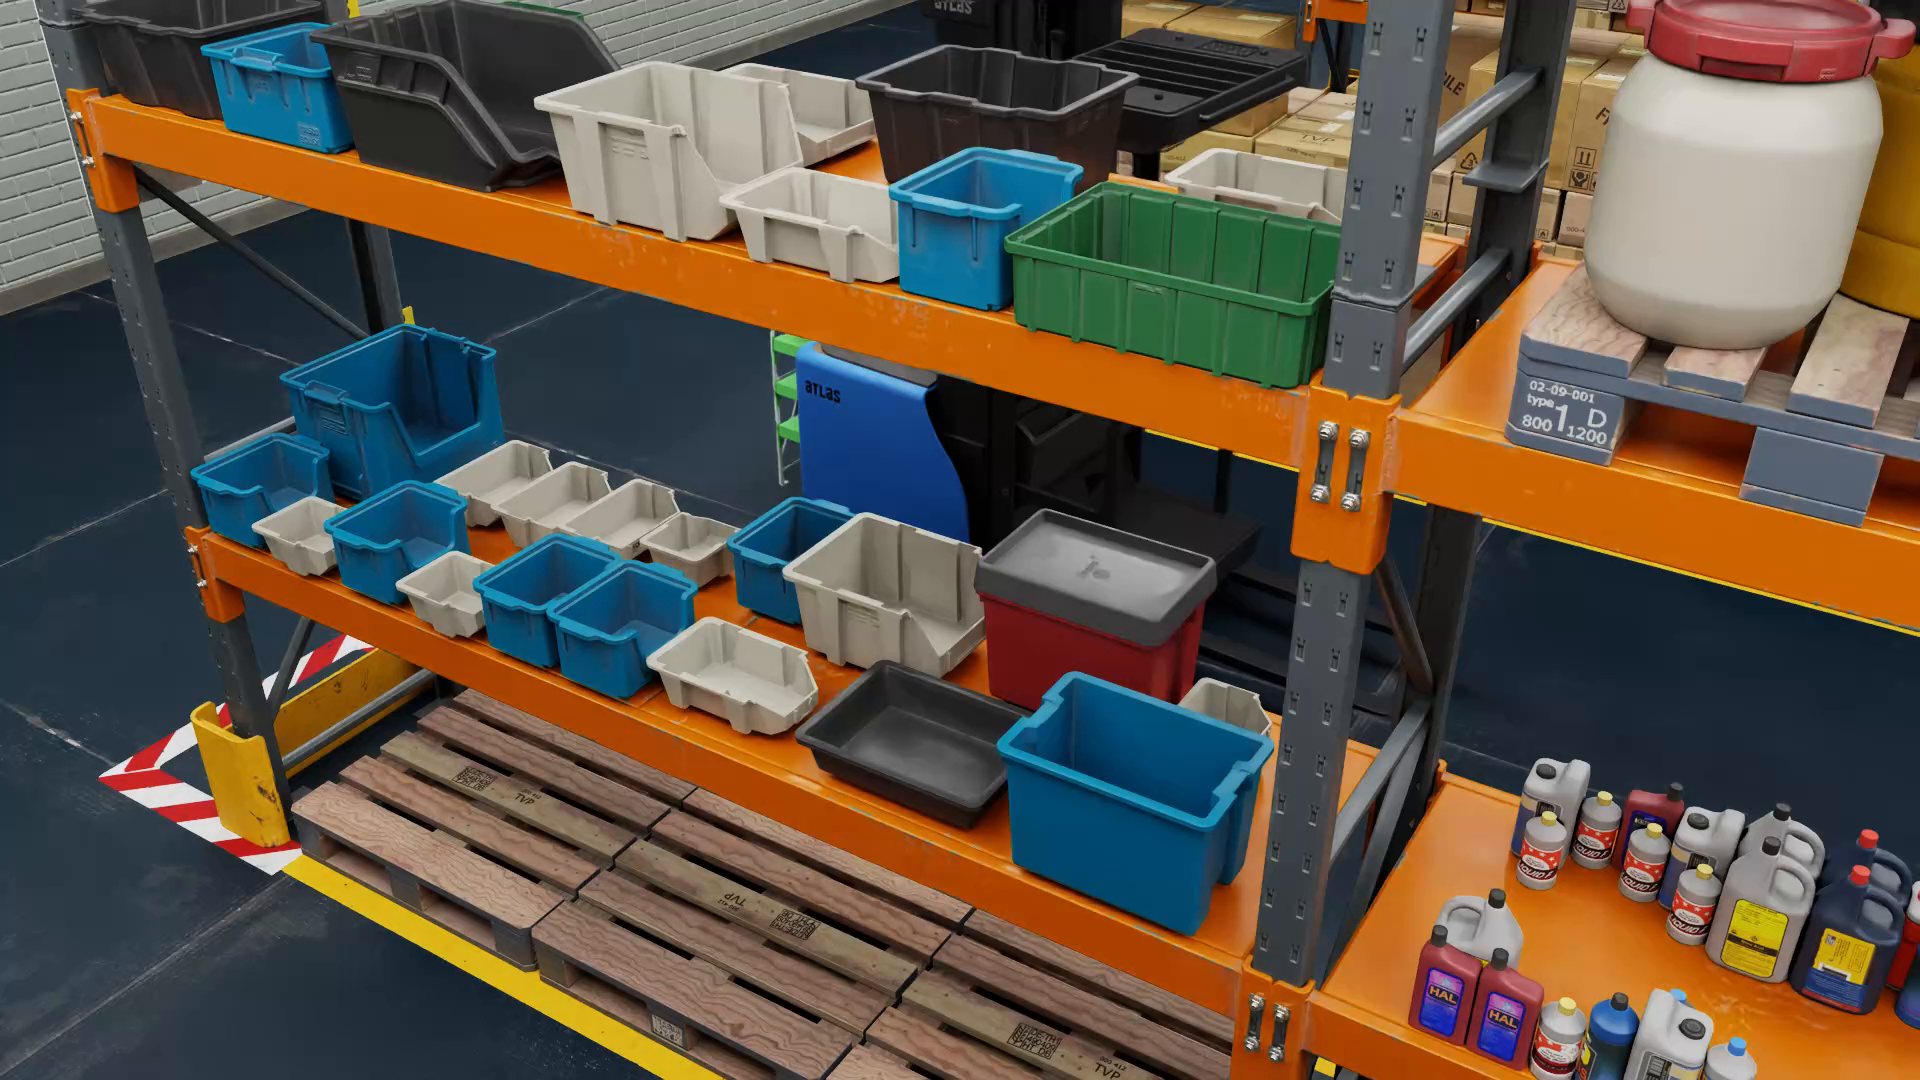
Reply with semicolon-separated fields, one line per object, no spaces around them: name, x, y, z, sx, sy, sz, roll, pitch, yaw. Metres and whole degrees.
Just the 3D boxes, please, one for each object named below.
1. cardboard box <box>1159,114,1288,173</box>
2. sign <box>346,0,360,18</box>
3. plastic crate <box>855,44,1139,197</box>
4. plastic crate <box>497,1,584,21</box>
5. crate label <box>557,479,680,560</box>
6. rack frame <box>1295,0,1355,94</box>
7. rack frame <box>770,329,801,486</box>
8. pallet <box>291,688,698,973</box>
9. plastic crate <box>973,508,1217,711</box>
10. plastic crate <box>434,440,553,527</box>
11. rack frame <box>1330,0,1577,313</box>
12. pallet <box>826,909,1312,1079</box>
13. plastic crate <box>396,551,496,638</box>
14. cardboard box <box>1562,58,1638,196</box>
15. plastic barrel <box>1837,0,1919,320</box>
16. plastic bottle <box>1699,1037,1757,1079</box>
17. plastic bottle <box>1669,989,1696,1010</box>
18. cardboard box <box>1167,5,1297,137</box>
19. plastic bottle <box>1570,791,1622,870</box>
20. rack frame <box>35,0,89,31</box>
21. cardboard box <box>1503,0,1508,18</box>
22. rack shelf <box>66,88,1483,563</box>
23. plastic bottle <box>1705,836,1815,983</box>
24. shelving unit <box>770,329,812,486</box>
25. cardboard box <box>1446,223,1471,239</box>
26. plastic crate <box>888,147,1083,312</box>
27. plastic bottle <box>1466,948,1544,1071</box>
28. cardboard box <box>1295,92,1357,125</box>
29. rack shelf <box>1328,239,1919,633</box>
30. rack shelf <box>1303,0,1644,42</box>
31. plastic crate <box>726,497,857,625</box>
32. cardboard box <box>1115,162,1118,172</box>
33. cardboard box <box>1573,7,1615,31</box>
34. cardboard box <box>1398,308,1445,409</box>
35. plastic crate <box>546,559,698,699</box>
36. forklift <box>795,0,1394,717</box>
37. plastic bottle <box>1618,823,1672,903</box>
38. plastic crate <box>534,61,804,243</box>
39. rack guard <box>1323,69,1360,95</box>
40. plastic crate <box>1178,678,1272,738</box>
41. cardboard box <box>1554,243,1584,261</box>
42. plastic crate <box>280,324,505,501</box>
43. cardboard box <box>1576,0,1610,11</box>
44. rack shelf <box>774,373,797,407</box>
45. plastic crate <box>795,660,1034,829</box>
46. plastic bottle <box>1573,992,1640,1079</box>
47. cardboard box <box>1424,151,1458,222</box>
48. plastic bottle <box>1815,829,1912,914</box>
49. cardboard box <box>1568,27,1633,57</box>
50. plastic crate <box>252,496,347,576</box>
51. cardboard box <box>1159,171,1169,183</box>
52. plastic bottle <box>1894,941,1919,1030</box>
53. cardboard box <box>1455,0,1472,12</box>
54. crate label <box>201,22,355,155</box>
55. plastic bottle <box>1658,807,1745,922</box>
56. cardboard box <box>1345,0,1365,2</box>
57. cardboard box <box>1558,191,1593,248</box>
cardboard box;1.376;-2.077;8.687;0.500;0.250;0.500;16;34;26
sign;-2.109;-1.905;5.667;0.005;0.325;0.100;18;35;27
plastic crate;0.094;-1.033;4.197;0.590;0.269;0.497;18;35;27
plastic crate;-1.401;-1.478;5.040;0.336;0.188;0.450;18;35;27
crate label;-1.114;-0.039;5.542;0.243;0.136;0.396;18;35;27
rack frame;2.968;-4.620;13.192;0.127;3.000;1.000;18;35;27
rack frame;-0.872;-0.852;8.520;0.015;1.200;0.240;21;36;31
pallet;-1.710;1.026;6.282;1.213;0.211;1.003;18;35;27
plastic crate;0.377;0.256;4.712;0.583;0.464;0.402;18;35;27
plastic crate;-1.601;-0.187;5.796;0.243;0.136;0.396;18;35;27
rack frame;1.000;-1.936;2.638;0.127;3.000;1.000;18;35;27
pallet;0.356;1.680;5.161;1.213;0.211;1.003;18;35;27
plastic crate;-1.552;0.182;5.164;0.298;0.136;0.250;18;35;27
cardboard box;3.102;-1.855;7.562;0.500;0.500;0.500;19;35;29
plastic barrel;1.881;-0.745;2.970;0.600;0.588;0.600;0;30;0
plastic bottle;1.583;1.139;3.449;0.097;0.271;0.097;0;30;0
plastic bottle;1.550;1.068;3.640;0.097;0.201;0.097;0;30;0
cardboard box;1.374;-2.403;8.503;0.500;0.500;0.500;17;34;26
plastic bottle;1.618;0.728;4.222;0.097;0.201;0.097;0;30;0
rack frame;-2.388;-3.007;4.474;0.127;3.000;1.000;18;35;27
cardboard box;4.208;-3.967;12.322;0.250;0.149;0.380;17;34;26
rack shelf;-0.694;-0.865;4.493;4.000;0.370;1.077;18;35;27
plastic bottle;1.876;0.845;3.874;0.185;0.351;0.144;18;35;27
shelving unit;-0.677;-0.778;8.393;0.503;1.200;0.258;21;36;31
cardboard box;2.547;-1.498;8.091;0.250;0.149;0.380;18;35;28
plastic crate;0.059;-0.675;3.620;0.300;0.233;0.416;18;35;27
plastic bottle;1.197;1.022;3.637;0.133;0.283;0.061;18;35;27
cardboard box;2.100;-2.167;8.841;0.500;0.250;0.500;18;35;27
rack shelf;2.694;0.207;2.656;4.000;0.370;1.077;18;35;27
rack shelf;4.662;-3.773;12.455;4.000;0.370;1.077;18;35;27
plastic crate;-0.512;0.071;5.258;0.300;0.233;0.416;18;35;27
cardboard box;0.805;-2.049;9.035;0.250;0.149;0.380;17;34;26
cardboard box;4.627;-3.804;12.044;0.250;0.149;0.380;18;35;28
cardboard box;2.354;-1.174;8.977;0.875;0.875;0.875;18;35;27
plastic crate;-0.985;0.270;4.917;0.300;0.233;0.416;18;35;27
forklift;0.707;-0.966;6.997;3.031;2.935;1.130;21;36;31
plastic bottle;1.699;0.790;4.116;0.097;0.201;0.097;0;30;0
plastic crate;-0.675;-0.935;4.017;0.530;0.282;0.437;18;35;27
rack guard;3.032;-3.520;13.787;0.348;0.500;1.175;18;35;27
plastic crate;0.682;0.558;4.519;0.243;0.136;0.396;18;35;27
cardboard box;2.982;-1.361;7.855;0.250;0.149;0.380;18;35;28
plastic crate;-2.005;-0.447;5.945;0.499;0.435;0.616;18;35;27
cardboard box;4.511;-4.150;11.993;0.500;0.500;0.500;17;34;26
rack shelf;-0.677;-0.723;8.426;0.480;0.148;0.258;21;36;31
plastic crate;-0.091;0.563;4.521;0.590;0.125;0.437;18;35;27
plastic bottle;1.387;1.076;3.556;0.097;0.271;0.097;0;30;0
cardboard box;2.248;-1.802;8.217;0.500;0.250;0.500;18;35;28
plastic bottle;2.109;0.833;3.894;0.185;0.351;0.144;18;35;27
cardboard box;2.950;-2.219;8.186;0.500;0.500;0.500;18;35;27
plastic crate;-2.126;0.000;5.475;0.298;0.136;0.250;18;35;27
cardboard box;1.242;-1.911;8.798;0.250;0.149;0.380;17;34;26
plastic bottle;2.192;0.970;3.738;0.097;0.271;0.097;0;30;0
cardboard box;3.797;-4.128;12.599;0.250;0.149;0.380;19;35;30
crate label;-1.778;-1.262;4.608;0.502;0.251;0.408;18;35;27
plastic bottle;1.815;0.775;4.068;0.135;0.276;0.152;18;35;27
cardboard box;3.068;-4.284;12.867;0.250;0.149;0.380;17;34;27
cardboard box;3.119;-1.528;7.746;0.500;0.250;0.500;17;34;26
